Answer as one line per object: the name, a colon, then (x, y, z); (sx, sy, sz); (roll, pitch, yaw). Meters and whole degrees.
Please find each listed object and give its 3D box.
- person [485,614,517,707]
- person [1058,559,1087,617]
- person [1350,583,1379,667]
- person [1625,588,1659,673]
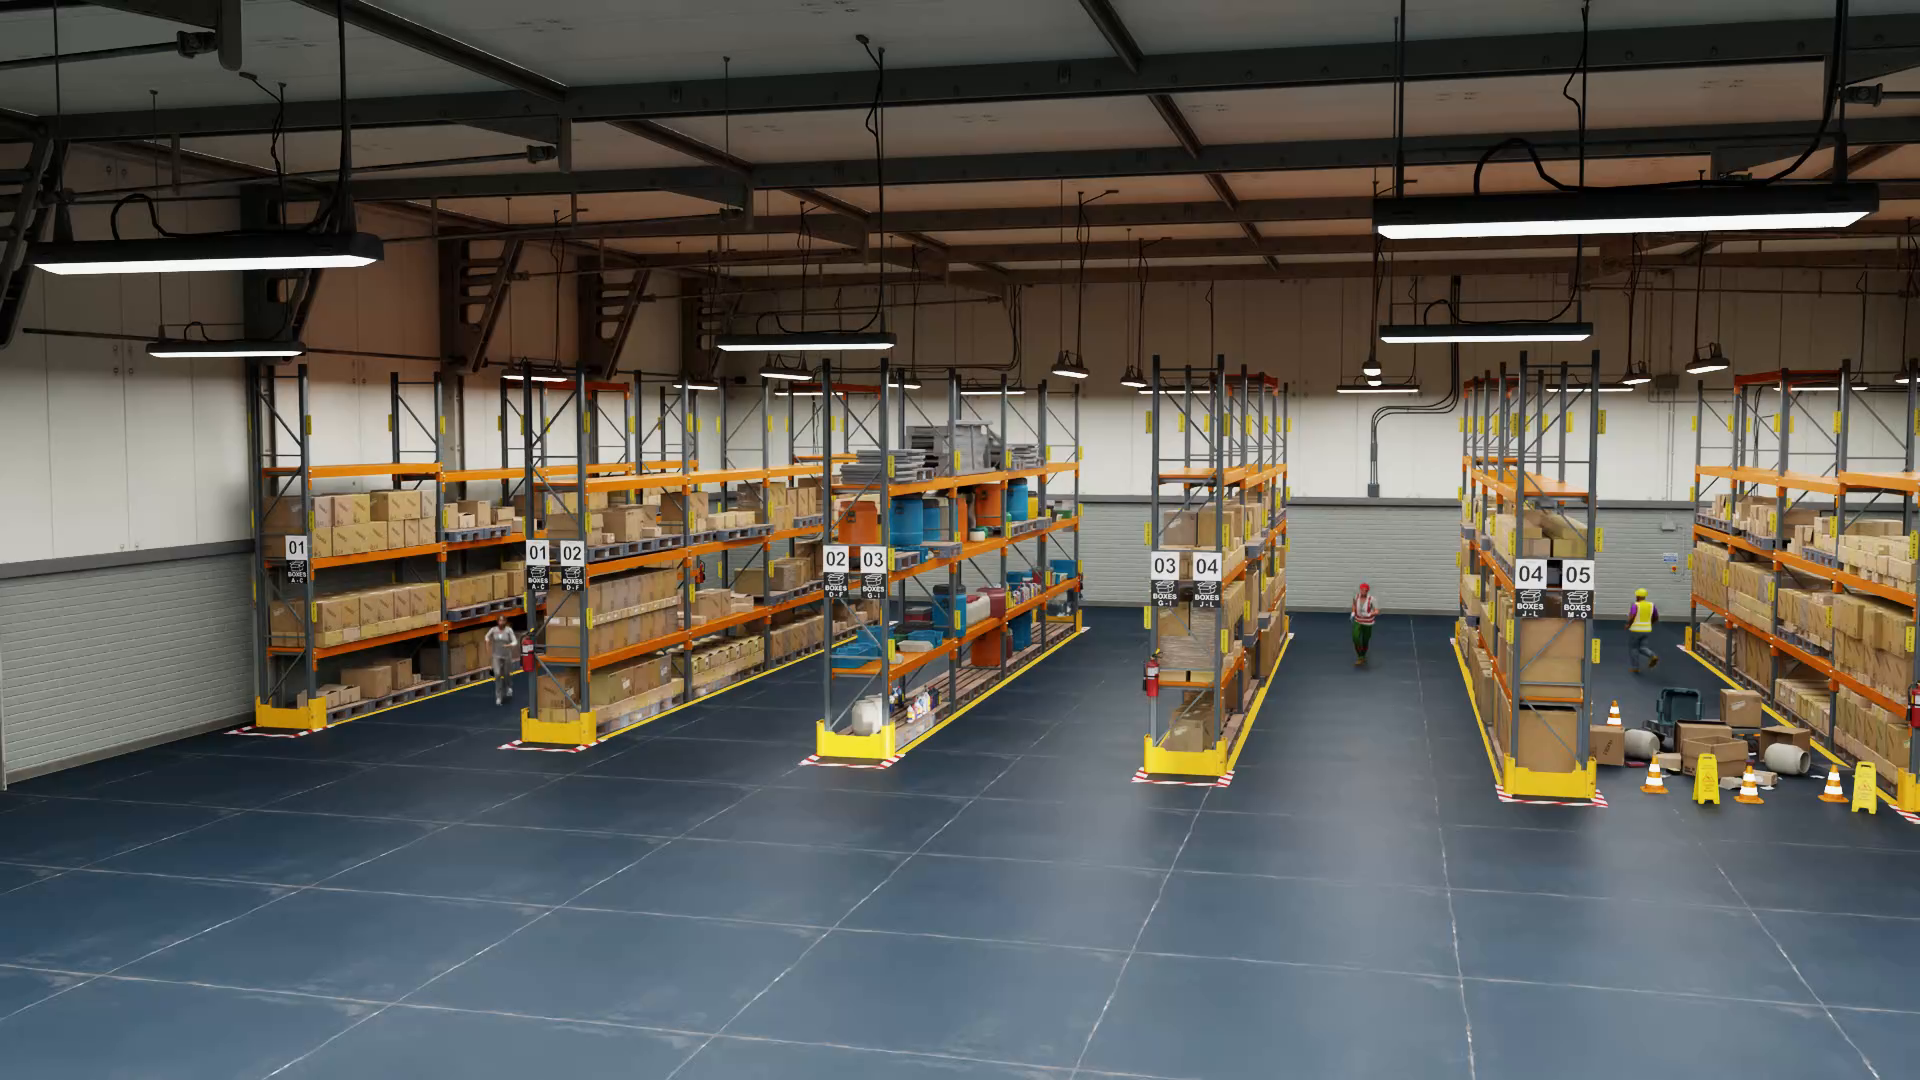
person: (-8.260, 2.134, 29.963); (0.571, 1.621, 0.869); (-1, 4, -11)
person: (2.933, 1.244, 43.292); (0.783, 1.524, 0.508); (1, 4, 14)
person: (8.441, 1.739, 34.625); (0.625, 1.733, 0.933); (2, 4, 24)
person: (13.755, 1.839, 33.505); (0.704, 1.730, 0.789); (-1, 4, -11)
